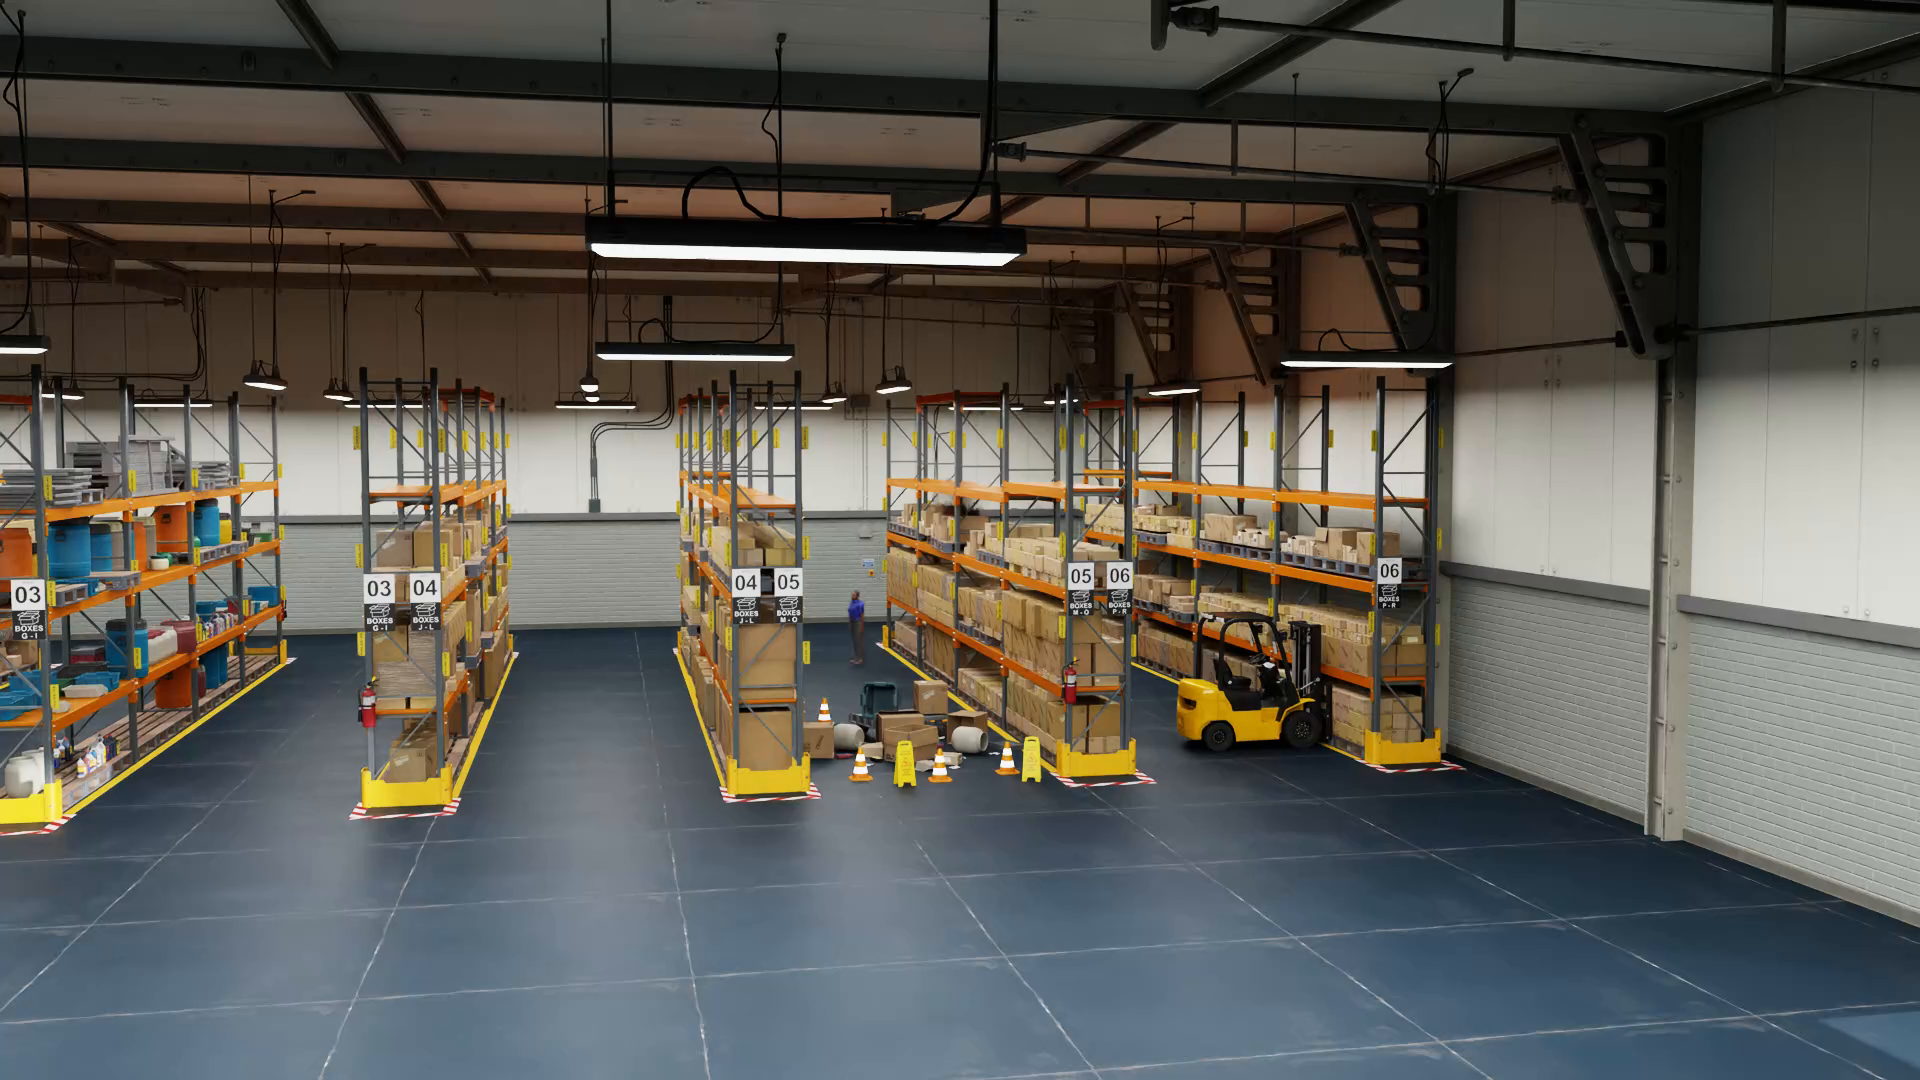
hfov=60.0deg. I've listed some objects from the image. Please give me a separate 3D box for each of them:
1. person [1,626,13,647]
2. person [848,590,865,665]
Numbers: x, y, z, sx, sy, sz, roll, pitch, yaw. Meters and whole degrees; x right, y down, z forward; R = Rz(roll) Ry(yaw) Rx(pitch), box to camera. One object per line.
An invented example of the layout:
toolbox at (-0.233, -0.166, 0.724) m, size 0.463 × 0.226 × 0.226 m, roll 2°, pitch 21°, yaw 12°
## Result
person at (-21.247, 1.912, 37.463) m, size 0.854 × 1.710 × 0.642 m, roll -3°, pitch 4°, yaw -37°
person at (-2.333, 1.946, 37.373) m, size 0.336 × 1.665 × 0.527 m, roll -3°, pitch 4°, yaw -39°
